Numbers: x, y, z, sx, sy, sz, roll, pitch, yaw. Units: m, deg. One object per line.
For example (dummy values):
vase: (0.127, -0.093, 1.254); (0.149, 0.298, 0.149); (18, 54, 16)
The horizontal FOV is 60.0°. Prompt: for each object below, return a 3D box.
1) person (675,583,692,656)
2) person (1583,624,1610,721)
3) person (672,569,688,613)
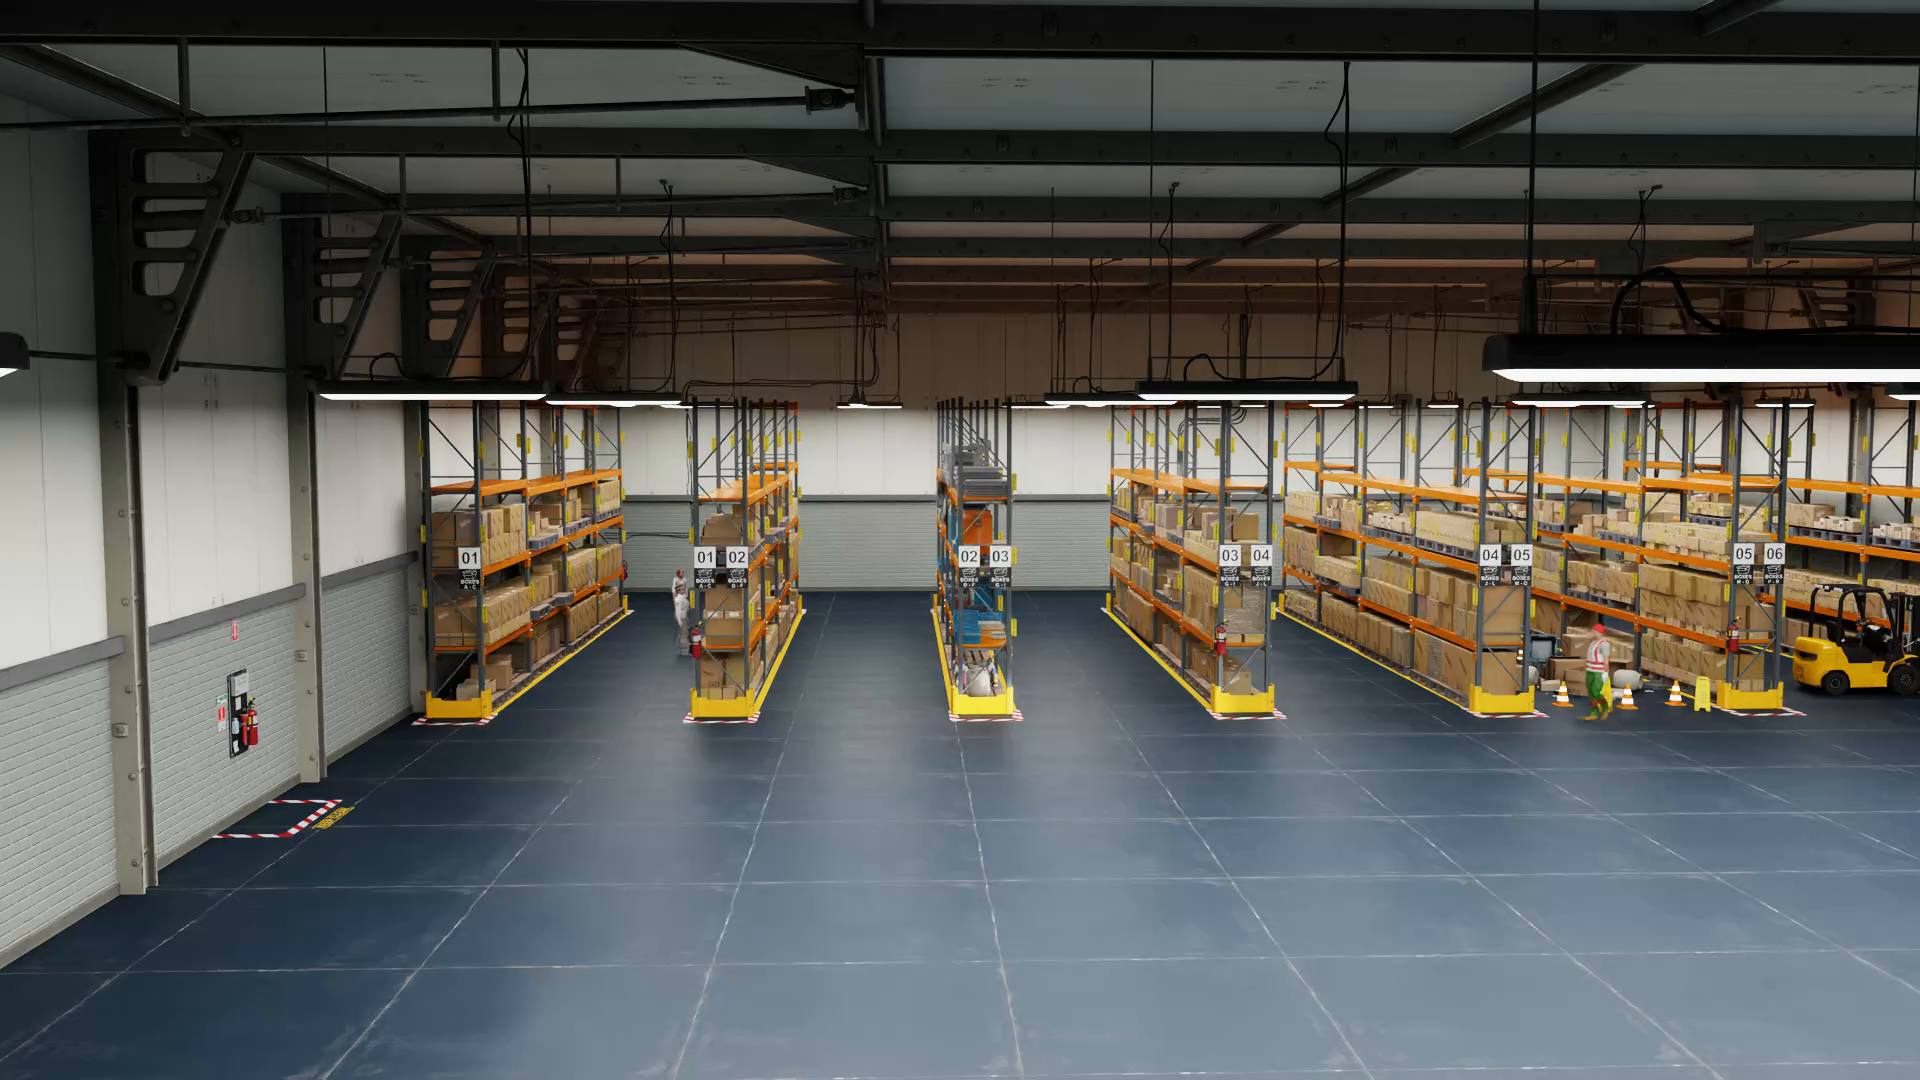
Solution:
person: (-6.493, 1.863, 39.126); (0.423, 1.690, 0.509); (-1, 4, -10)
person: (11.730, 2.442, 30.653); (0.477, 1.787, 0.532); (-2, 5, -26)
person: (-7.431, 1.530, 44.189); (0.392, 1.551, 0.865); (0, 4, 0)
